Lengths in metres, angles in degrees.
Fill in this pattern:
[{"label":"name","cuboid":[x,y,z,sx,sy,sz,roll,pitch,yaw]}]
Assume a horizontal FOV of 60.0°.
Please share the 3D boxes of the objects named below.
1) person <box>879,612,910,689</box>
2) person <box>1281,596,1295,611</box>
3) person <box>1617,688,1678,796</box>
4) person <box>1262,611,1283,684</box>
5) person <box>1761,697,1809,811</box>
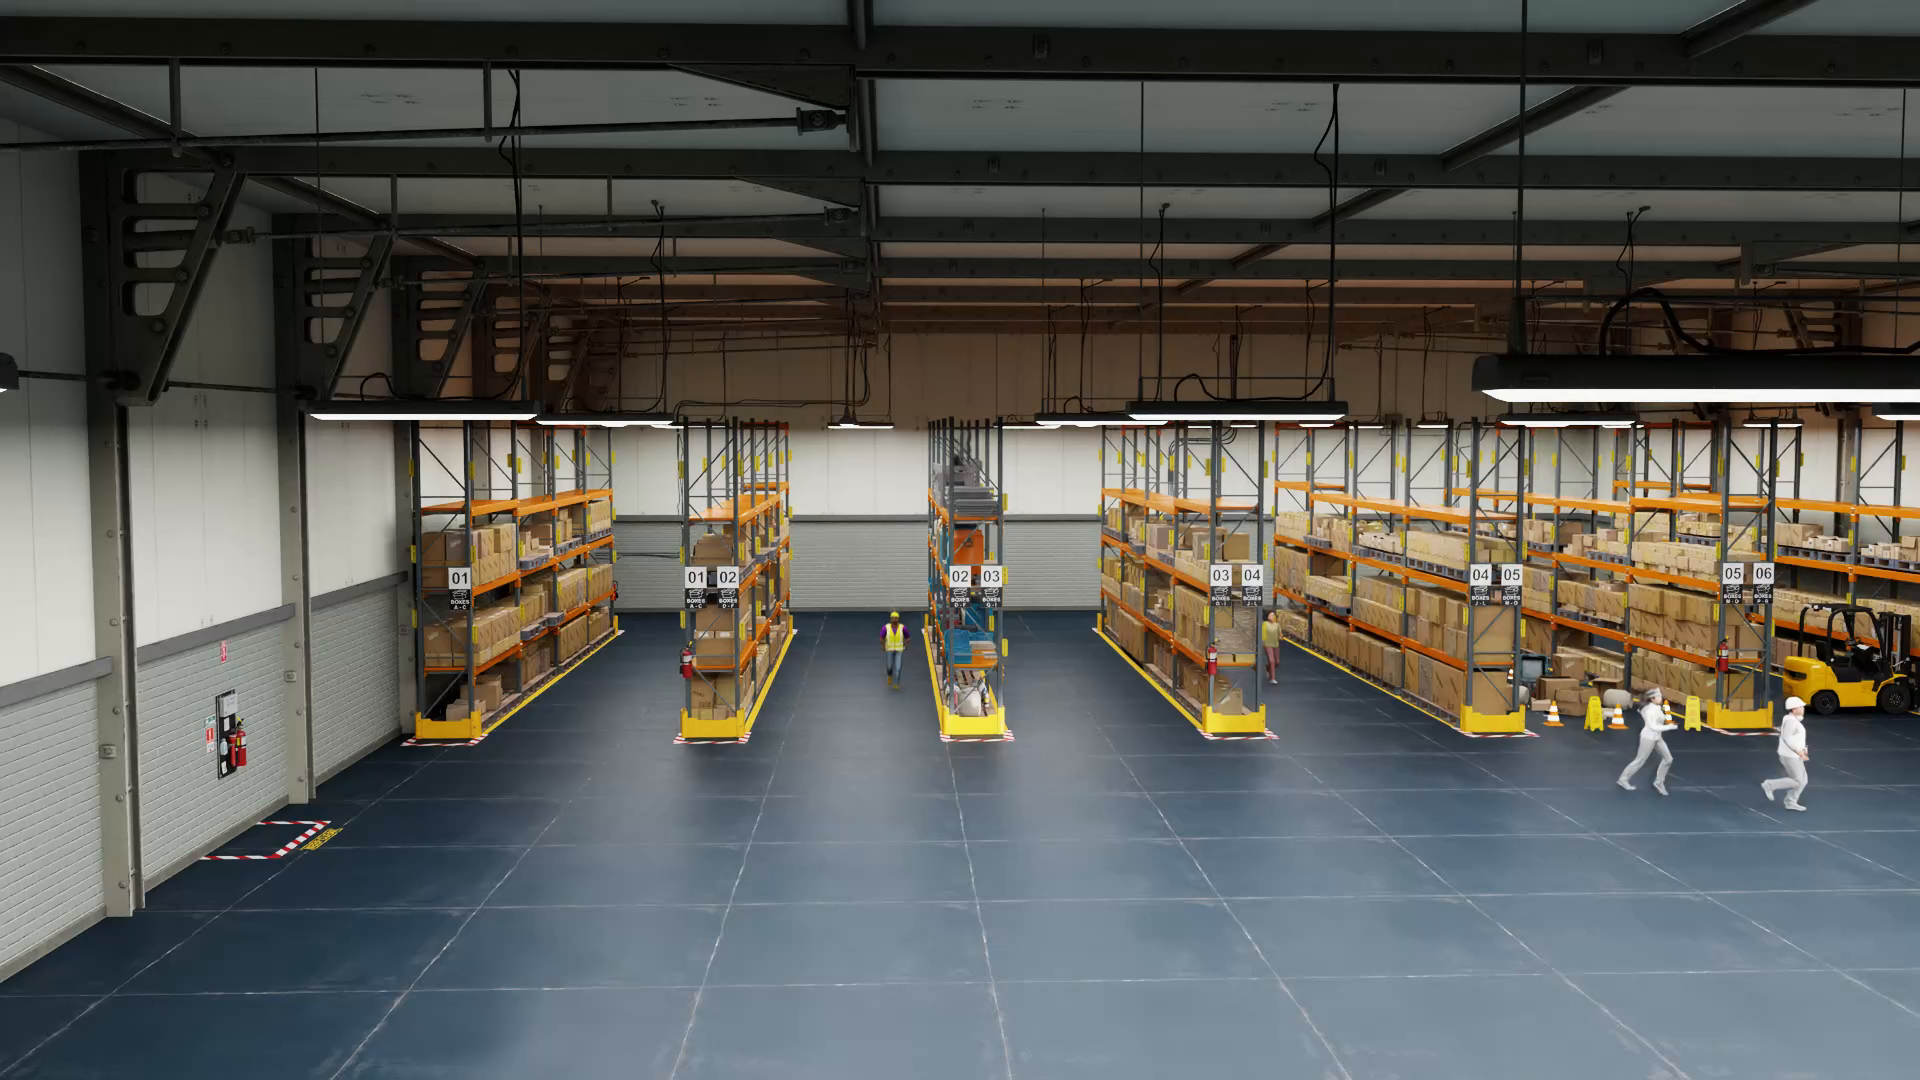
[{"label":"person","cuboid":[-1.446,2.453,36.937,0.699,1.718,0.605,0,4,-3]},{"label":"person","cuboid":[9.724,1.725,48.874,0.541,1.655,0.623,-1,4,-14]},{"label":"person","cuboid":[10.875,3.168,26.230,0.866,1.729,0.622,3,5,38]},{"label":"person","cuboid":[7.081,2.429,37.930,0.589,1.635,0.802,-1,4,-10]},{"label":"person","cuboid":[12.500,3.225,25.166,0.637,1.727,0.647,2,4,28]}]
